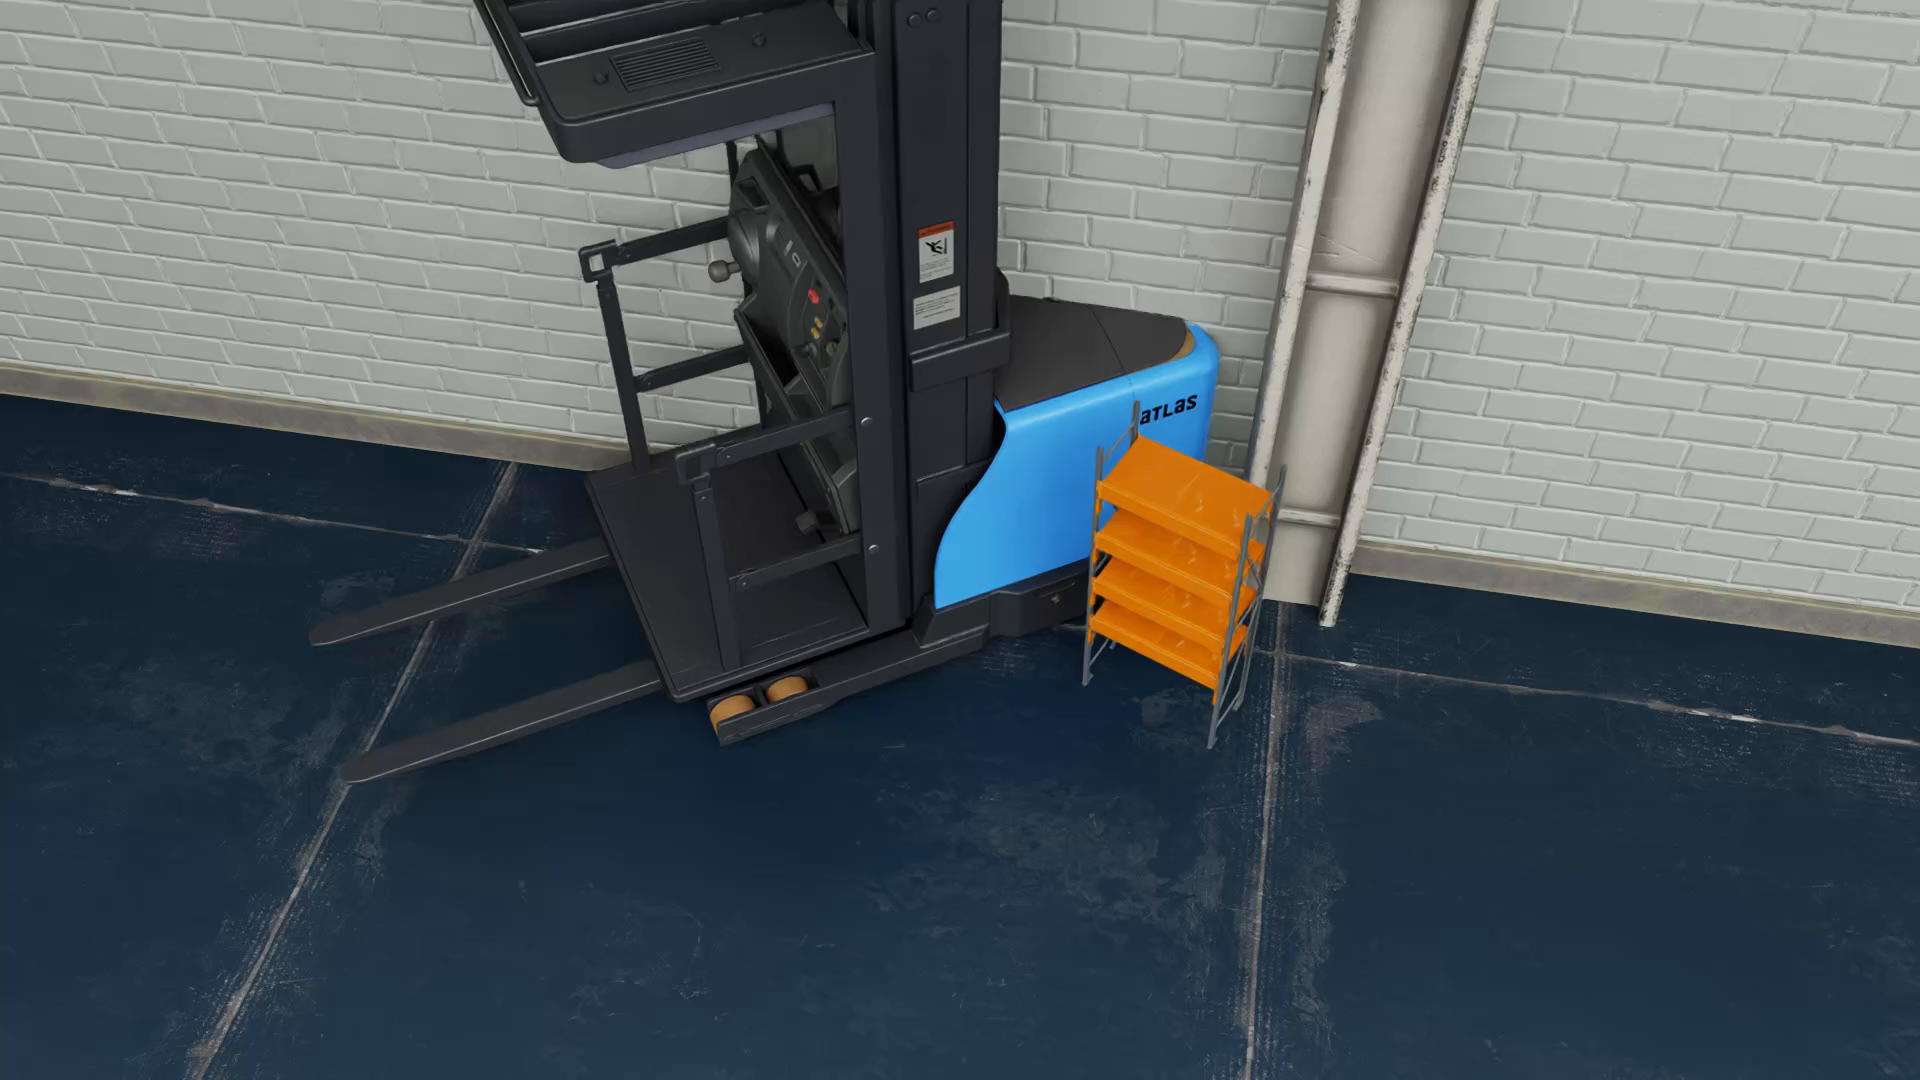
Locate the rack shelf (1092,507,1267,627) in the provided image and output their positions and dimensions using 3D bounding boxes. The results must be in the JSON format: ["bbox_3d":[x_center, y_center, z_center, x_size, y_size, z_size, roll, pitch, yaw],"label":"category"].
[{"bbox_3d":[0.685,0.041,5.189,0.480,0.148,0.258,26,55,22],"label":"rack shelf"}]

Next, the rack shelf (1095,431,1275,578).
[{"bbox_3d":[0.680,-0.111,5.008,0.480,0.148,0.258,26,55,22],"label":"rack shelf"}]

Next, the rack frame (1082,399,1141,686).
[{"bbox_3d":[0.485,0.043,5.398,0.015,1.200,0.240,26,55,22],"label":"rack frame"}]

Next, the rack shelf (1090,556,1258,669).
[{"bbox_3d":[0.690,0.185,5.360,0.480,0.148,0.258,26,55,22],"label":"rack shelf"}]

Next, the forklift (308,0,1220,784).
[{"bbox_3d":[-0.703,-0.747,4.950,3.031,2.935,1.130,-18,51,-16],"label":"forklift"}]

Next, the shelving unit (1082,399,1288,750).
[{"bbox_3d":[0.689,0.142,5.309,0.503,1.200,0.258,26,55,22],"label":"shelving unit"}]

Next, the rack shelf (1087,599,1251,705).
[{"bbox_3d":[0.695,0.313,5.512,0.480,0.148,0.258,26,55,22],"label":"rack shelf"}]

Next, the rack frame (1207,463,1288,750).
[{"bbox_3d":[0.893,0.242,5.219,0.015,1.200,0.240,26,55,22],"label":"rack frame"}]
